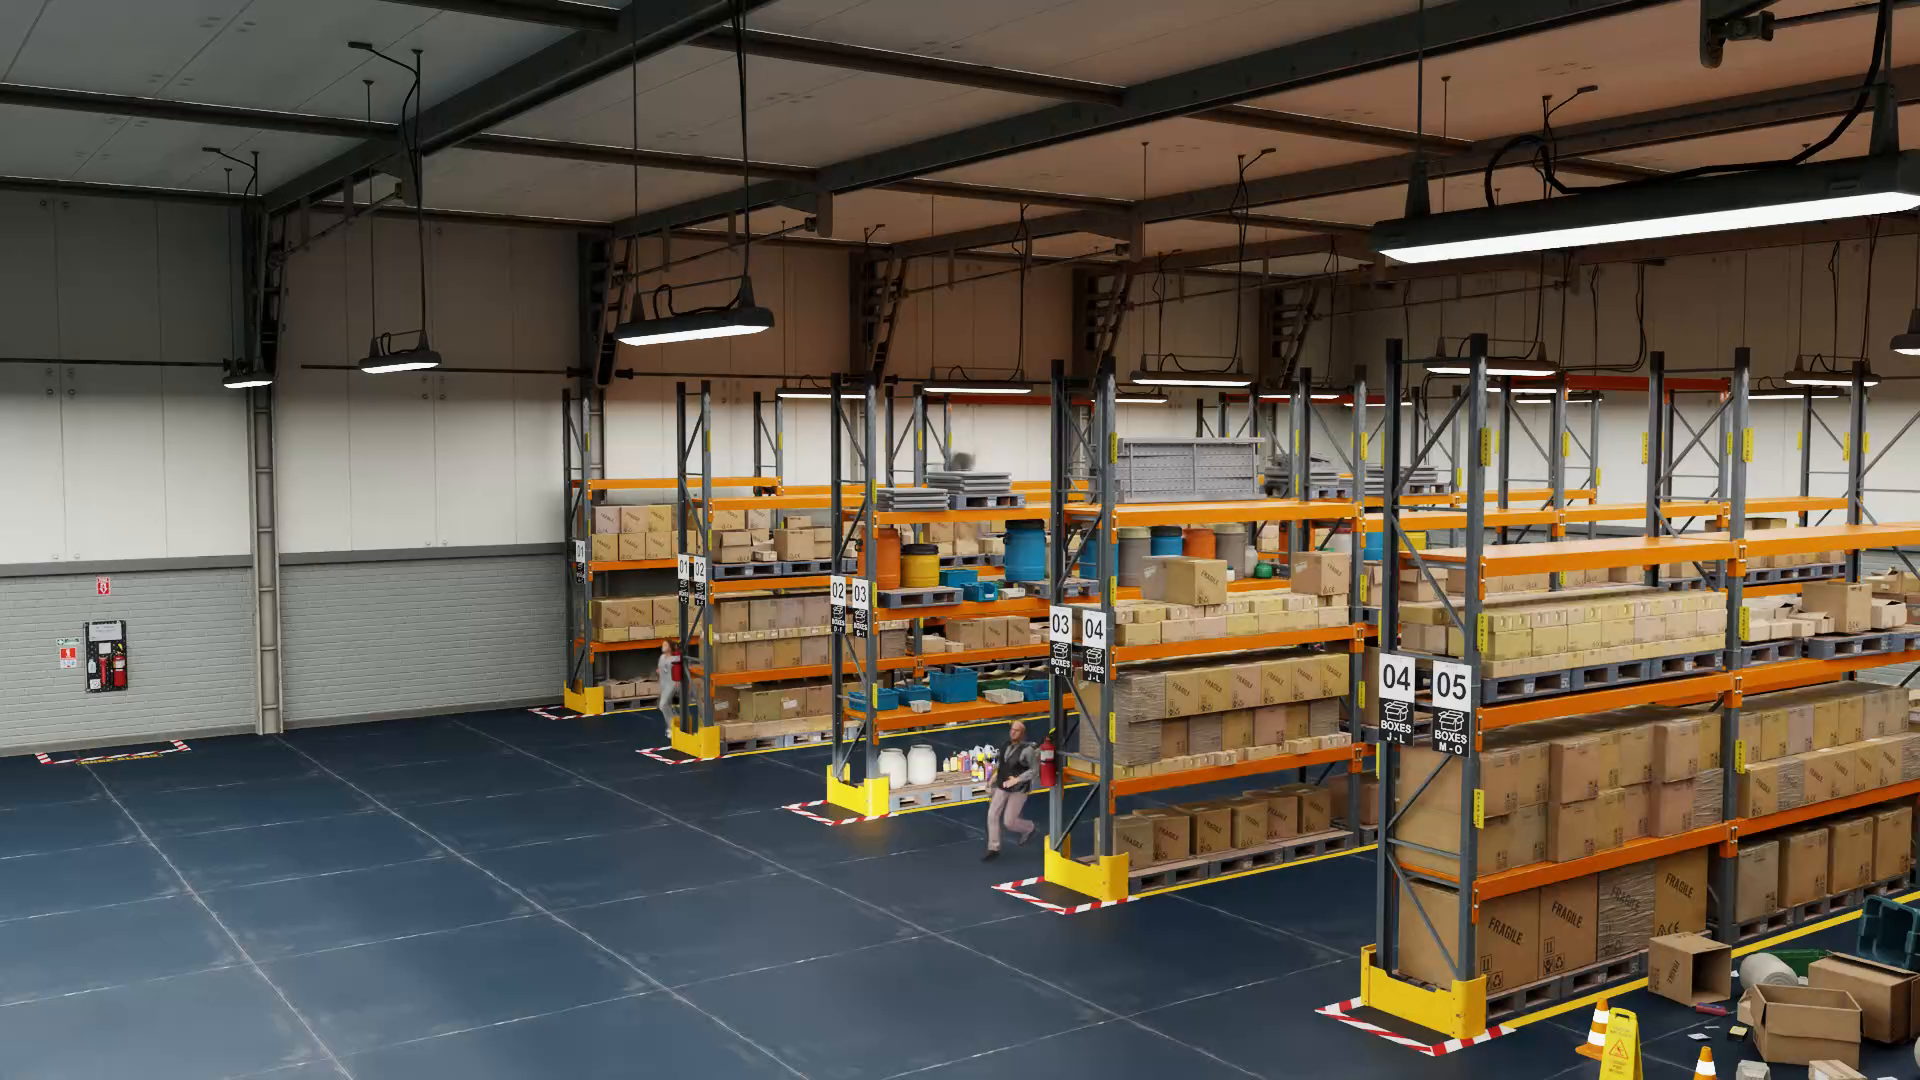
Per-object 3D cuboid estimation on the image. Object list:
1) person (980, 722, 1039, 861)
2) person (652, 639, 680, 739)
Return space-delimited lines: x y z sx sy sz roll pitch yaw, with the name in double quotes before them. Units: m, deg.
"person" 0.678 3.041 20.225 0.697 1.698 0.793 4 5 45
"person" -4.949 2.526 28.272 0.565 1.703 0.648 3 5 40
